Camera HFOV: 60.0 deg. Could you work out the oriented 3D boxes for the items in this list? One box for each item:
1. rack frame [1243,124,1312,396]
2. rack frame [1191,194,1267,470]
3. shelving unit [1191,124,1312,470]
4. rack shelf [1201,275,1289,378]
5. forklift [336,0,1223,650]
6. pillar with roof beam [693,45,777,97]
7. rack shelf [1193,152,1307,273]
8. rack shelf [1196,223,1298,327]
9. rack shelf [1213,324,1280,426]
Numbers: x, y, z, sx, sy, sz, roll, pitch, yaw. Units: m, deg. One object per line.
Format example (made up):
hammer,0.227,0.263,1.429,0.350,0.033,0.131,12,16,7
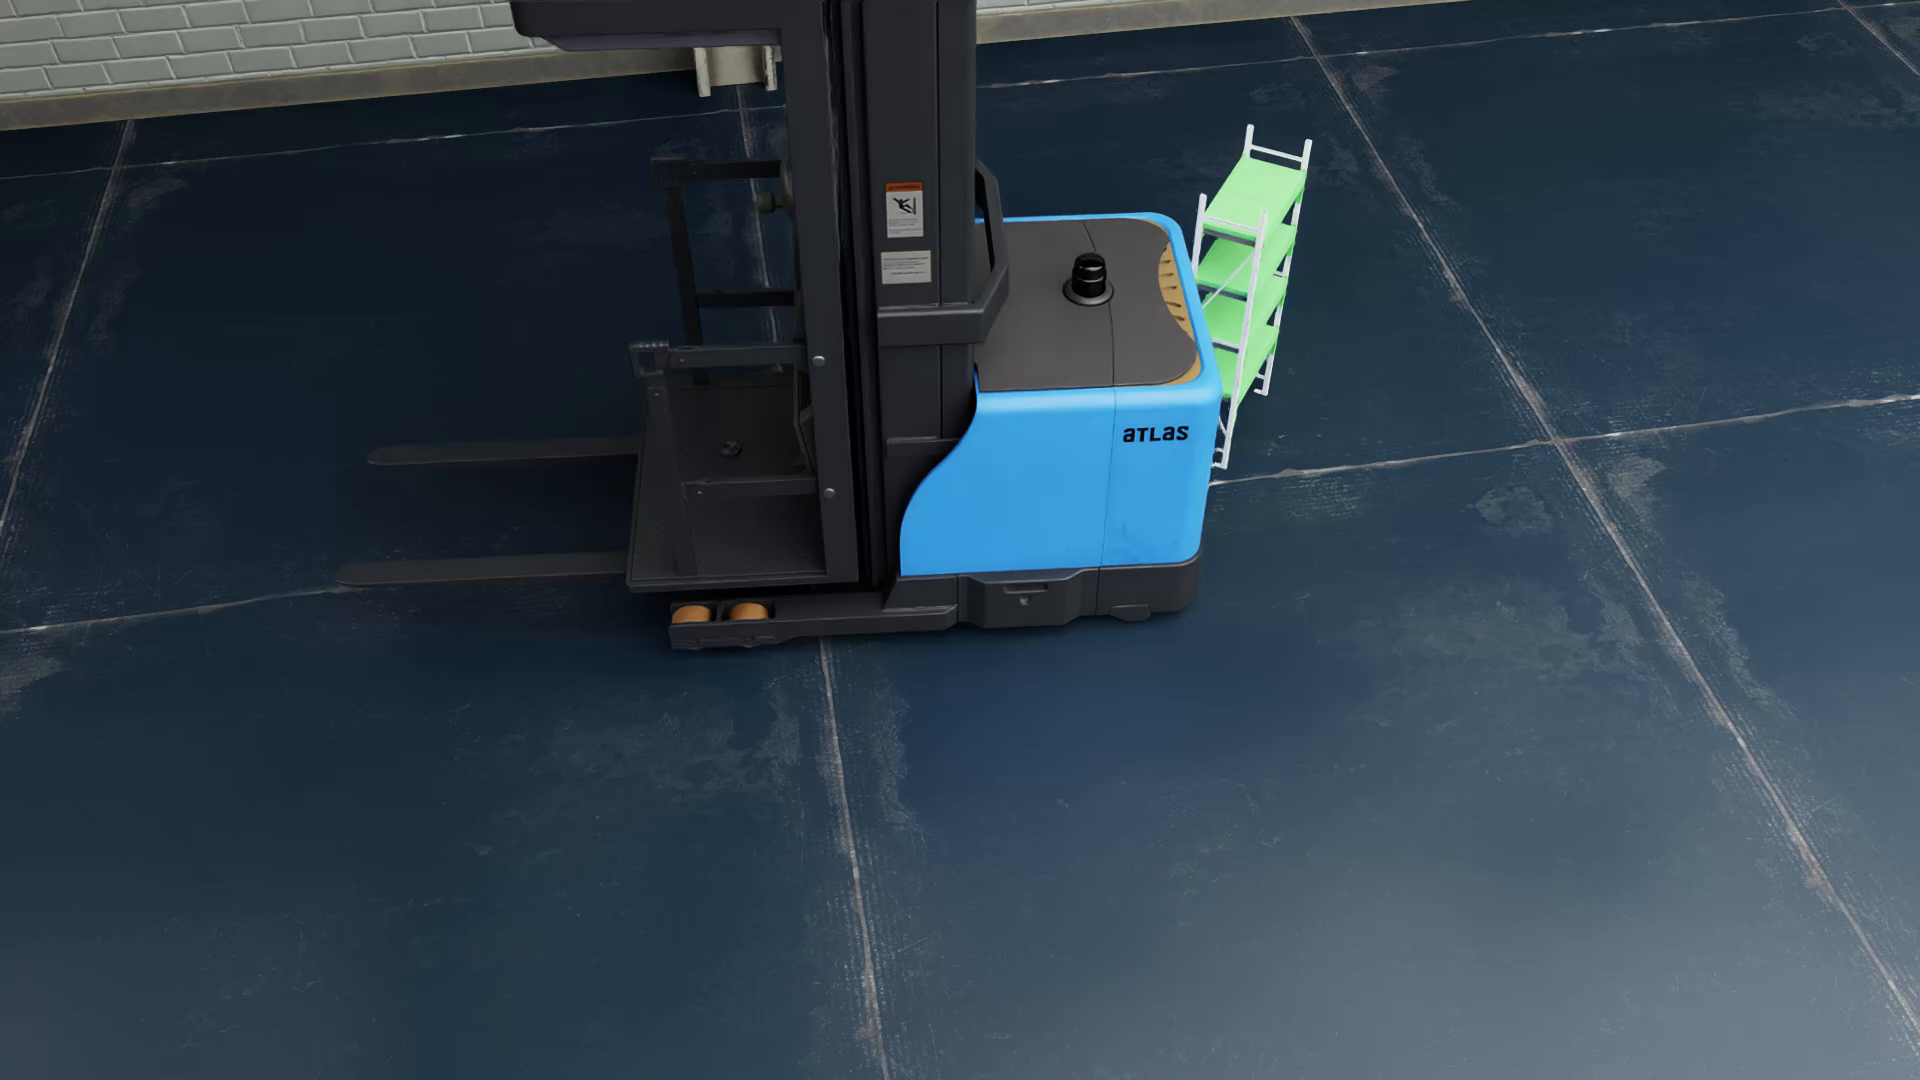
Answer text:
rack frame,1.152,-1.050,6.429,0.240,1.200,0.015,20,49,18
rack frame,0.936,-0.735,6.125,0.240,1.200,0.015,20,49,18
shelving unit,1.044,-0.893,6.277,0.258,1.200,0.503,20,49,18
rack shelf,1.044,-0.848,6.323,0.258,0.148,0.480,20,49,18
forklift,-0.689,-1.025,5.202,3.031,2.935,1.130,-3,46,-3
pillar with roof beam,-0.416,-2.443,2.354,0.400,9.000,9.100,-7,46,-7
rack shelf,1.044,-1.181,5.977,0.258,0.148,0.480,20,49,18
rack shelf,1.044,-1.015,6.150,0.258,0.148,0.480,20,49,18
rack shelf,1.044,-0.682,6.496,0.258,0.148,0.480,20,49,18
